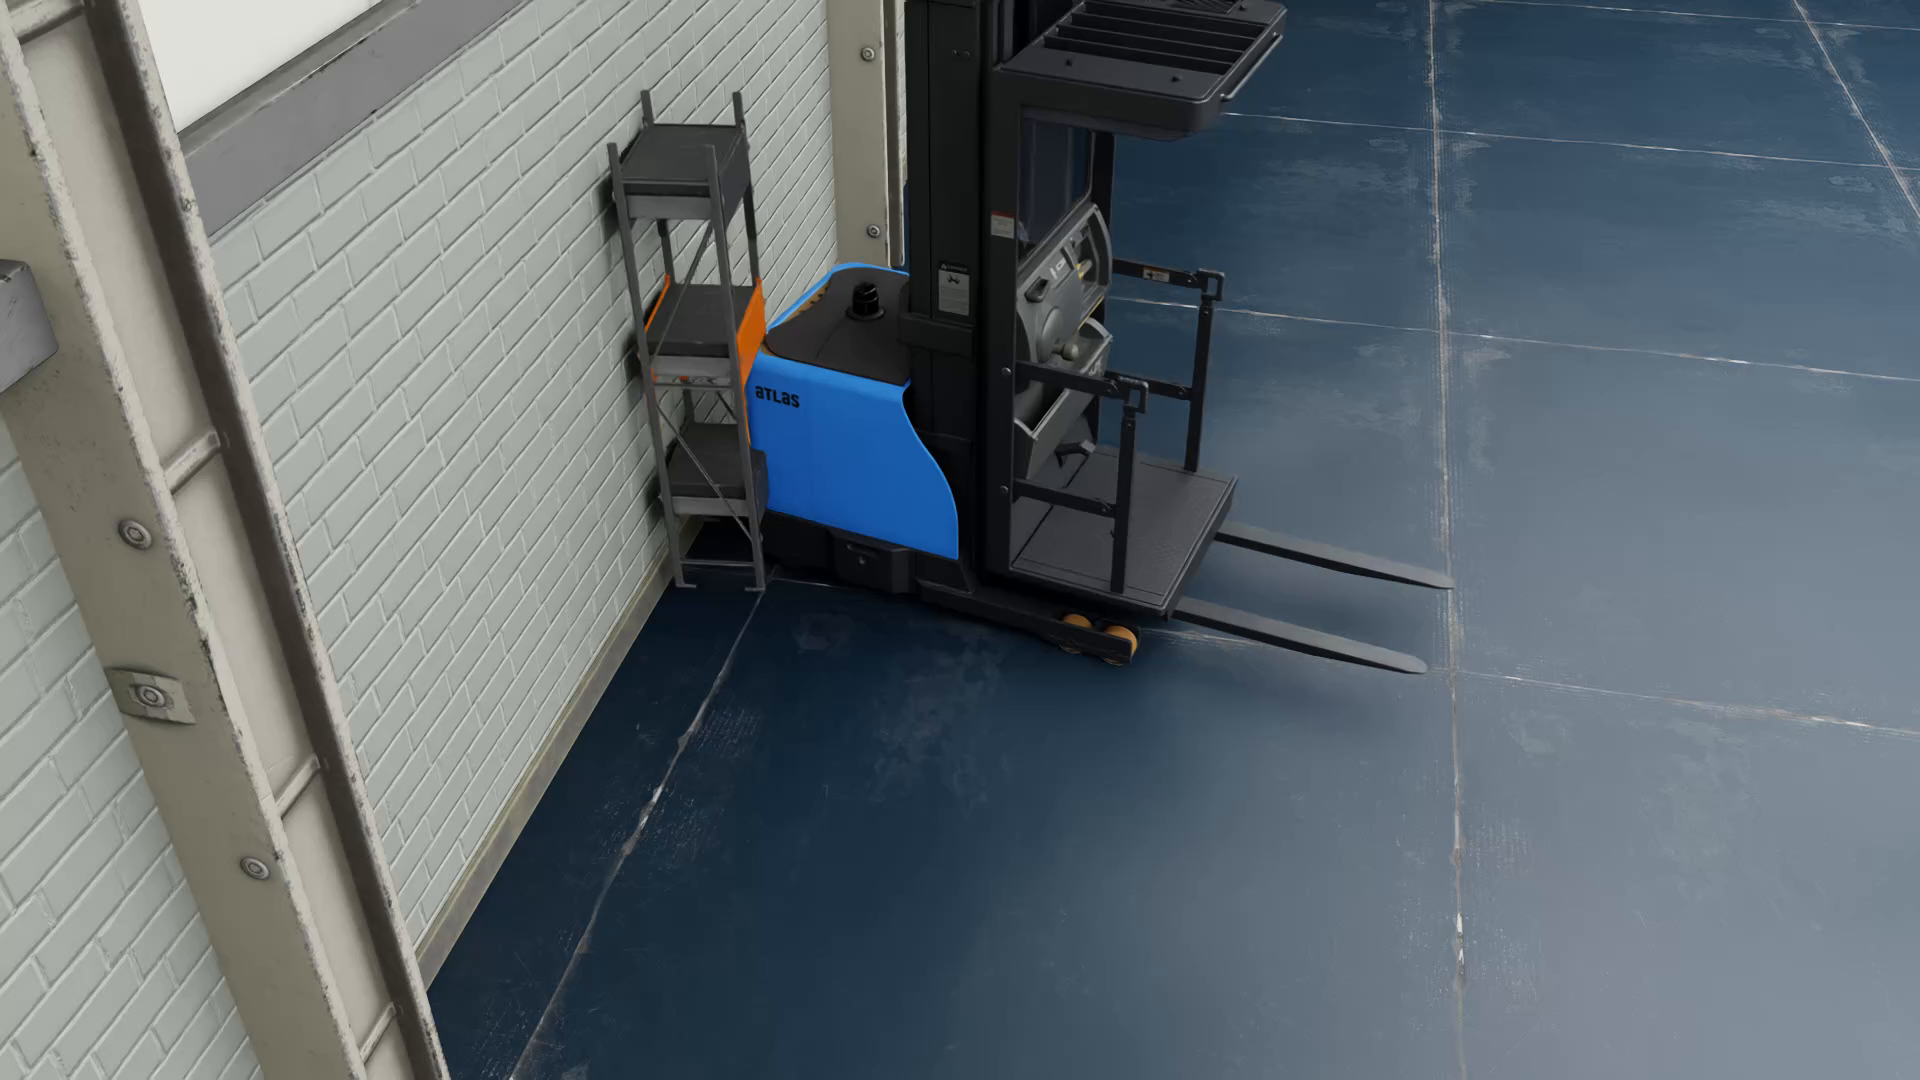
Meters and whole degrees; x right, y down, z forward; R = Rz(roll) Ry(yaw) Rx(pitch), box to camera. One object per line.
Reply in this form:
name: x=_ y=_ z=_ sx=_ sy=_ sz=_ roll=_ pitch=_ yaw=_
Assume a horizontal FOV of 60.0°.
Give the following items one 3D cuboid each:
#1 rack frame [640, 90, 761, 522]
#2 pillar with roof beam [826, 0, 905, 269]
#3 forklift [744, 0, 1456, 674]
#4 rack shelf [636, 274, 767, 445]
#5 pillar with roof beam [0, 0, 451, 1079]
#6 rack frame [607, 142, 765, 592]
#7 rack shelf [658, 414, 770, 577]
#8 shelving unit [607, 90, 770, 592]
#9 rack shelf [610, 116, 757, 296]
rack frame: x=-1.030 y=-0.913 z=7.110 sx=0.400 sy=2.100 sz=0.015 roll=3 pitch=38 yaw=5
pillar with roof beam: x=3.678 y=-4.692 z=6.556 sx=9.100 sy=9.000 sz=0.400 roll=7 pitch=37 yaw=10
forklift: x=0.610 y=-1.015 z=6.652 sx=3.031 sy=2.935 sz=1.130 roll=15 pitch=38 yaw=19
rack shelf: x=-1.054 y=-0.754 z=6.927 sx=0.431 sy=0.518 sz=0.480 roll=3 pitch=38 yaw=5
pillar with roof beam: x=2.397 y=-1.252 z=1.810 sx=9.100 sy=9.000 sz=0.400 roll=7 pitch=37 yaw=10
rack frame: x=-1.079 y=-0.616 z=6.727 sx=0.400 sy=2.100 sz=0.015 roll=3 pitch=38 yaw=5
rack shelf: x=-1.042 y=-0.200 z=7.354 sx=0.431 sy=0.518 sz=0.480 roll=3 pitch=38 yaw=5
shelving unit: x=-1.054 y=-0.765 z=6.919 sx=0.431 sy=2.100 sz=0.503 roll=3 pitch=38 yaw=5
rack shelf: x=-1.066 y=-1.308 z=6.499 sx=0.431 sy=0.518 sz=0.480 roll=3 pitch=38 yaw=5
